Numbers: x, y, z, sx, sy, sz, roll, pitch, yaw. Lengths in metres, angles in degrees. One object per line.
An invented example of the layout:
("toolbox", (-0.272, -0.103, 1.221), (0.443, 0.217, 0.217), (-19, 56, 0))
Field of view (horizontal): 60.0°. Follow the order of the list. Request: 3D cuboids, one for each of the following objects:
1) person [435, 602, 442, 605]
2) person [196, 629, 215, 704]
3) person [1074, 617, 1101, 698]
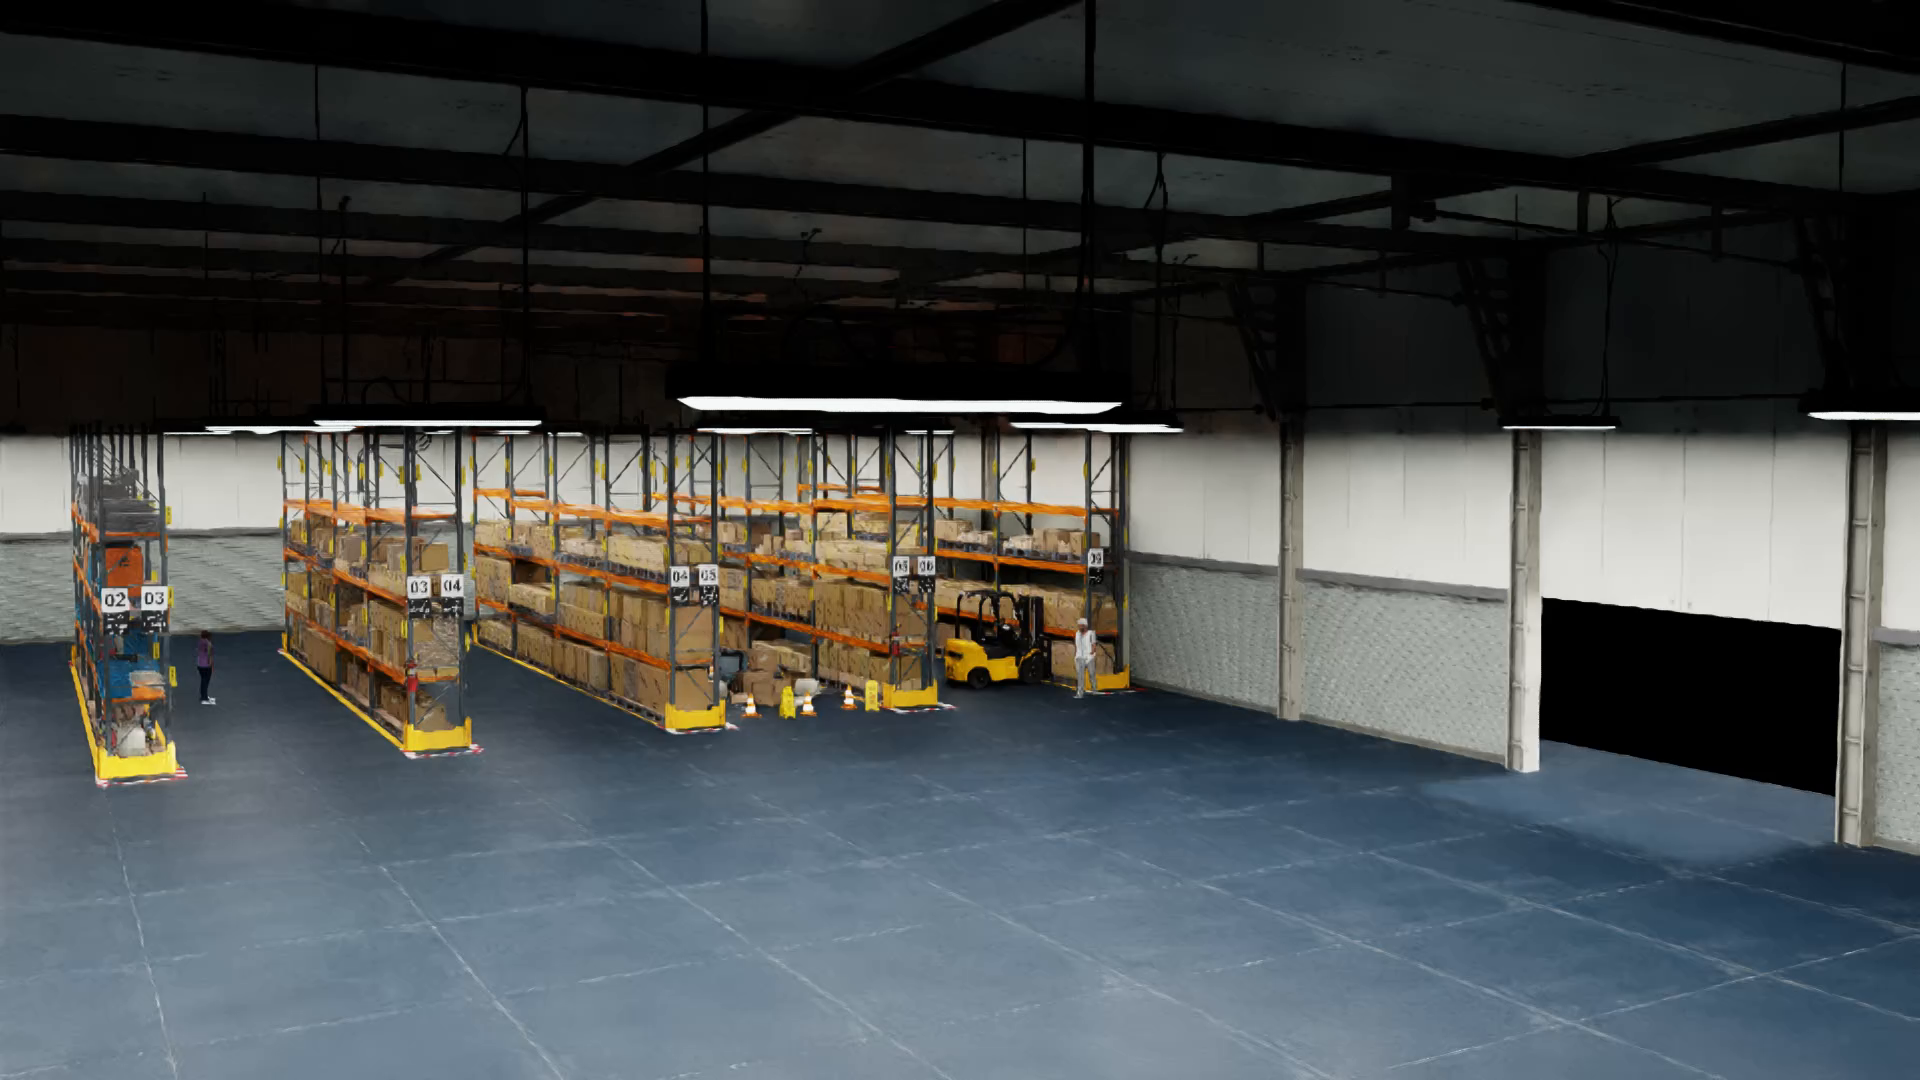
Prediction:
("person", (-13.424, 2.201, 42.944), (0.550, 1.709, 1.128), (-2, 4, -32))
("person", (-16.143, 2.705, 35.660), (0.506, 1.602, 0.420), (3, 4, 36))
("person", (2.767, 2.583, 36.567), (0.567, 1.783, 0.714), (2, 4, 30))
